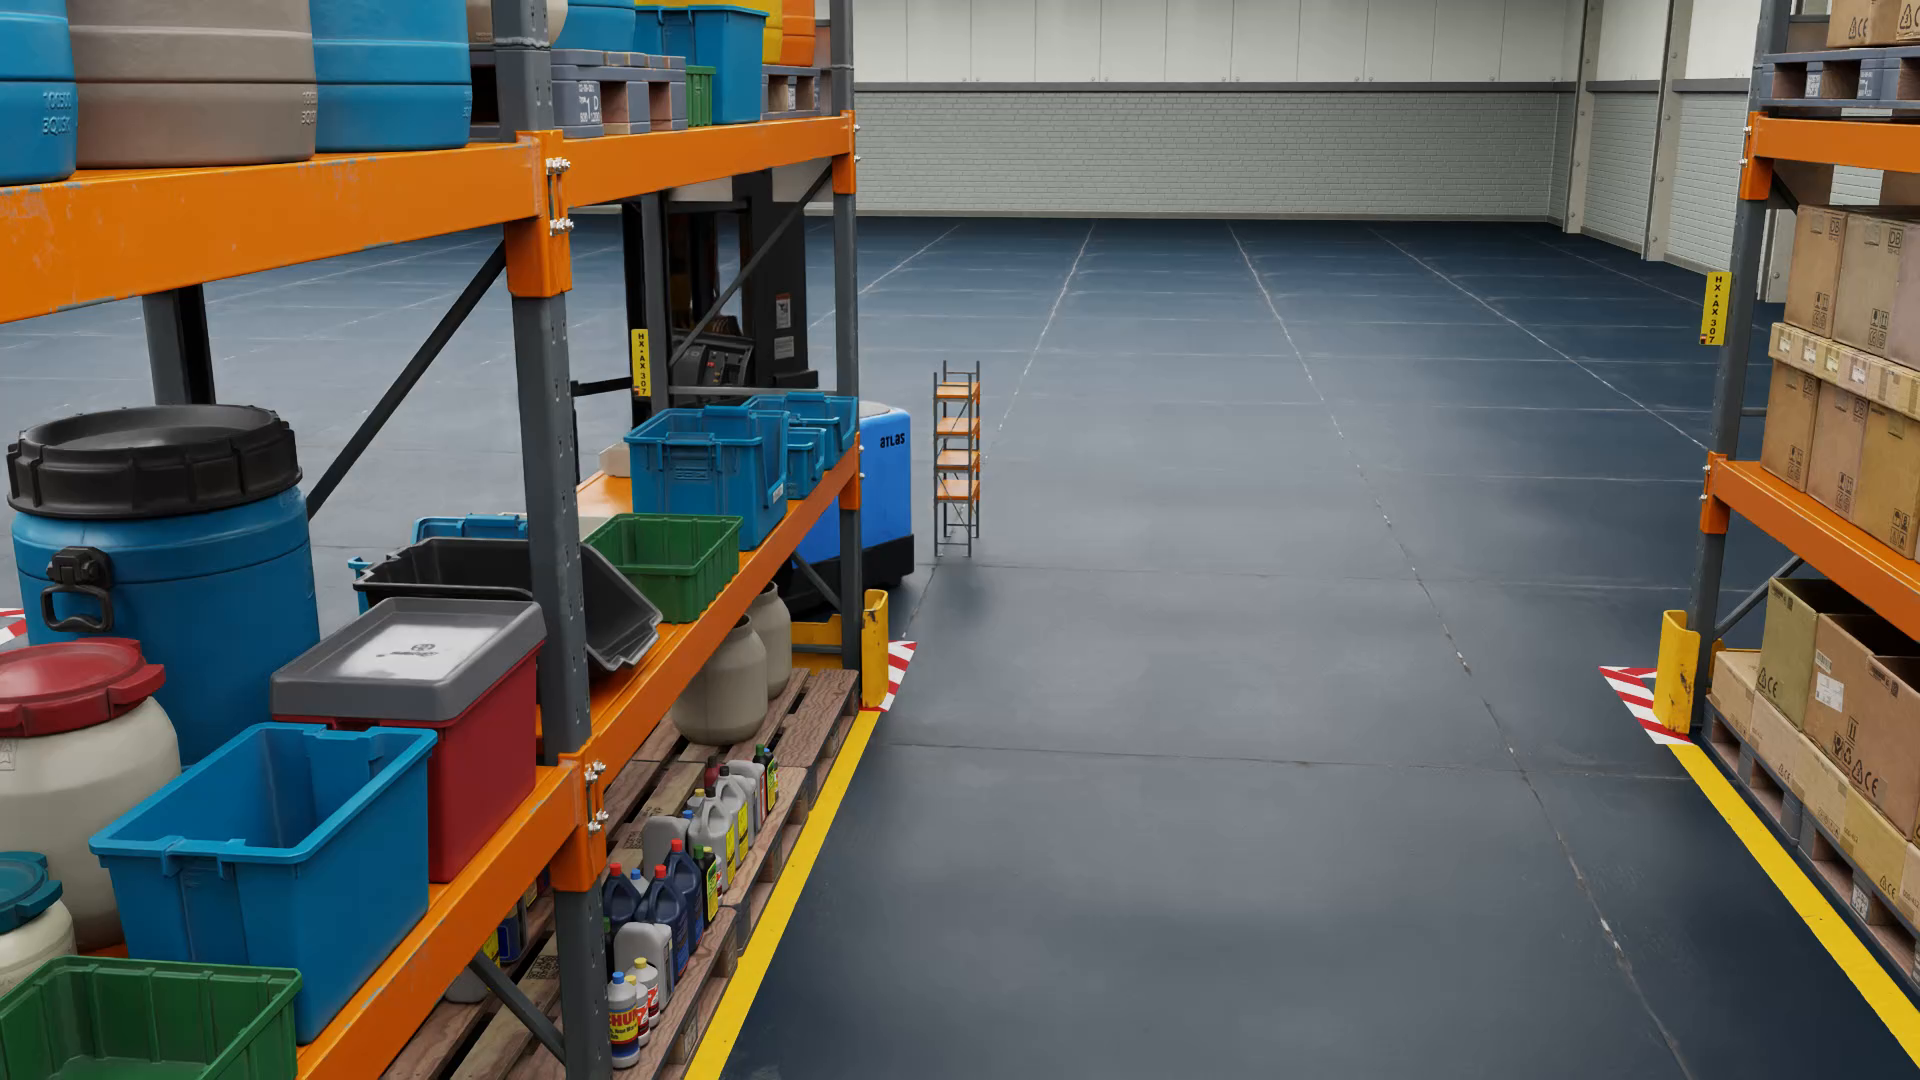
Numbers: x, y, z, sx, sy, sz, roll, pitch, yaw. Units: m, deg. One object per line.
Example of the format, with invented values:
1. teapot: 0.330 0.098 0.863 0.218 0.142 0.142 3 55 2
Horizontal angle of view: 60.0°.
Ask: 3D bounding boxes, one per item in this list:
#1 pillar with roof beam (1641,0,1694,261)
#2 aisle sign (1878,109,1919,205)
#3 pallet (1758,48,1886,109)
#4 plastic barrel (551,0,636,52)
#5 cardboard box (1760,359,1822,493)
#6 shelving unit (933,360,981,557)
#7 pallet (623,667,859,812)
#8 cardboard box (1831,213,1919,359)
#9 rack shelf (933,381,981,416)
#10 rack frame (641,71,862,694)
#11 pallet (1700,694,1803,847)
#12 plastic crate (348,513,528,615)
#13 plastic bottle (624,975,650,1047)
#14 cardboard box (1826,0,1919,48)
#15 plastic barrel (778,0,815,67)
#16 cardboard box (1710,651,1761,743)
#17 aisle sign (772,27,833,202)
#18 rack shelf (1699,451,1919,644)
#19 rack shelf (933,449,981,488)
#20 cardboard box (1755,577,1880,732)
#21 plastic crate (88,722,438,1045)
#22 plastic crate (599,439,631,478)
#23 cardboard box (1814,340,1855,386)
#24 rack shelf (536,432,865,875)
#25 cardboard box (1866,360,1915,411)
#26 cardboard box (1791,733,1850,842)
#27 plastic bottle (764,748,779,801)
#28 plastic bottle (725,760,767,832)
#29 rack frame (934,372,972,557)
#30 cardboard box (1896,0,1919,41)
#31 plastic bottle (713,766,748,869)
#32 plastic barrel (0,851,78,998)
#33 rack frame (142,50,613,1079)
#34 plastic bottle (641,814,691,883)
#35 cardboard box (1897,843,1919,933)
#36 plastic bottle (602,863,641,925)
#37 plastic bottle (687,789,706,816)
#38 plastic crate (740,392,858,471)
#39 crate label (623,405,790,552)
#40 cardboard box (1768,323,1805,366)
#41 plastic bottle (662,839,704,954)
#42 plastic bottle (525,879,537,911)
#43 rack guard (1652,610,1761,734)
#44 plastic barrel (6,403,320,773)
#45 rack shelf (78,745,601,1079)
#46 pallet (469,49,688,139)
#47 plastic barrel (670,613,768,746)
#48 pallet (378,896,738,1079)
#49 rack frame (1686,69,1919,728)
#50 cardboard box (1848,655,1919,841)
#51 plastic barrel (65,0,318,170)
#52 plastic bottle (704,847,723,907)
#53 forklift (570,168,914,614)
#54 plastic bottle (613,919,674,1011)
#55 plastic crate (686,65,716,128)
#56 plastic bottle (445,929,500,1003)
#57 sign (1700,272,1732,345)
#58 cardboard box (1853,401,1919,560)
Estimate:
1. pillar with roof beam: 8.064 -9.457 28.897 9.100 9.000 0.400 2 15 6
2. aisle sign: 4.229 -1.825 7.185 0.394 0.787 0.004 2 15 6
3. pallet: 3.825 -1.784 6.438 1.003 0.211 1.213 2 15 6
4. plastic barrel: -1.224 -1.819 4.631 0.600 0.901 0.708 2 15 6
5. cardboard box: 3.865 -0.489 7.034 0.700 0.500 0.500 2 15 6
6. shelving unit: -0.019 -0.536 10.847 0.258 1.200 0.503 2 15 6
7. pallet: -1.050 0.869 7.543 1.003 0.211 1.213 2 15 6
8. cardboard box: 3.805 -0.965 6.308 0.700 0.500 0.500 1 15 5
9. rack shelf: -0.019 -0.916 10.744 0.258 0.148 0.480 2 15 6
10. rack frame: -0.991 -0.709 8.036 1.000 3.000 0.127 2 15 6
11. pallet: 3.885 0.984 7.119 1.003 0.211 1.213 2 15 6
12. plastic crate: -1.588 0.106 5.310 0.499 0.251 0.616 2 15 6
13. plastic bottle: -0.960 1.371 4.863 0.097 0.201 0.097 0 15 0
14. cardboard box: 3.861 -2.181 6.464 0.797 0.503 0.637 3 15 10
15. plastic barrel: -0.920 -2.437 7.054 0.600 0.830 0.708 2 15 6
16. cardboard box: 3.648 0.695 7.307 0.500 0.250 0.500 2 15 6
17. aisle sign: -0.688 -1.973 7.733 0.394 0.787 0.004 2 15 6
18. rack shelf: 3.704 0.304 5.669 1.077 0.370 4.000 2 15 6
19. rack shelf: -0.019 -0.471 10.864 0.258 0.148 0.480 2 15 6
20. cardboard box: 3.594 0.463 6.729 0.500 0.500 0.500 2 15 6
21. plastic crate: -1.258 0.632 3.110 0.392 0.384 0.575 2 15 6
22. plastic crate: -1.412 -0.359 7.247 0.298 0.136 0.250 2 15 6
23. cardboard box: 3.615 -0.694 6.550 0.380 0.149 0.250 2 15 6
24. rack shelf: -1.217 0.157 6.212 1.077 0.370 4.000 2 15 6
25. cardboard box: 3.557 -0.560 6.052 0.380 0.149 0.250 1 15 4
26. cardboard box: 3.539 0.955 6.347 0.500 0.250 0.500 2 15 6
27. plastic bottle: -0.763 0.919 6.535 0.097 0.201 0.097 0 15 0
28. plastic bottle: -0.819 0.948 6.286 0.152 0.276 0.135 2 15 7
29. rack frame: -0.046 -0.473 10.613 0.240 1.200 0.015 2 15 6
30. cardboard box: 3.471 -1.906 5.452 0.500 0.500 0.500 2 15 6
31. plastic bottle: -0.849 0.991 5.984 0.144 0.351 0.185 2 15 9
32. plastic barrel: -1.744 0.734 2.965 0.301 0.262 0.301 0 15 0
33. rack frame: -1.443 0.329 4.199 1.000 3.000 0.127 2 15 6
34. plastic bottle: -1.020 1.077 5.807 0.152 0.276 0.135 2 15 6
35. cardboard box: 3.422 1.214 5.389 0.500 0.250 0.500 2 15 6
36. plastic bottle: -1.082 1.194 5.232 0.144 0.351 0.185 2 15 6
37. plastic bottle: -0.960 1.021 6.158 0.097 0.201 0.097 0 15 0
38. plastic crate: -0.750 -0.498 7.543 0.499 0.251 0.616 2 15 6
39. crate label: -0.930 -0.240 6.237 0.502 0.435 0.616 2 15 6
40. cardboard box: 3.672 -0.828 7.042 0.380 0.149 0.250 2 15 6
41. plastic bottle: -0.918 1.149 5.398 0.144 0.351 0.185 1 15 4
42. plastic bottle: -1.493 1.115 5.653 0.061 0.283 0.133 2 15 6
43. rack guard: 3.933 0.639 7.842 1.175 0.500 0.348 2 15 6
44. plastic barrel: -1.787 0.178 3.796 0.600 0.901 0.708 2 15 6
45. rack shelf: -1.668 1.195 2.375 1.077 0.370 4.000 2 15 6
46. pallet: -1.458 -1.218 4.535 1.213 0.211 1.003 2 15 6
47. plastic barrel: -1.046 0.593 7.186 0.421 0.512 0.421 0 15 0
48. pallet: -1.325 1.502 5.203 1.003 0.211 1.213 2 15 6
49. rack frame: 3.930 -0.562 7.493 1.000 3.000 0.127 2 15 6
50. cardboard box: 3.477 0.722 5.771 0.500 0.500 0.500 2 15 6
51. plastic barrel: -1.358 -1.053 2.604 0.600 0.901 0.600 0 15 0
52. plastic bottle: -0.863 1.148 5.686 0.097 0.201 0.097 0 15 0
53. forklift: -1.620 -0.948 9.052 1.130 2.935 3.031 13 20 39
54. plastic bottle: -0.962 1.277 5.069 0.152 0.276 0.135 2 15 8
55. plastic crate: -0.994 -1.418 5.319 0.336 0.188 0.450 2 15 6
56. plastic bottle: -1.513 1.224 5.121 0.144 0.351 0.185 2 15 6
57. sign: 3.379 -1.036 7.436 0.100 0.325 0.005 2 15 6
58. cardboard box: 3.748 -0.224 6.054 0.700 0.500 0.500 2 15 7
